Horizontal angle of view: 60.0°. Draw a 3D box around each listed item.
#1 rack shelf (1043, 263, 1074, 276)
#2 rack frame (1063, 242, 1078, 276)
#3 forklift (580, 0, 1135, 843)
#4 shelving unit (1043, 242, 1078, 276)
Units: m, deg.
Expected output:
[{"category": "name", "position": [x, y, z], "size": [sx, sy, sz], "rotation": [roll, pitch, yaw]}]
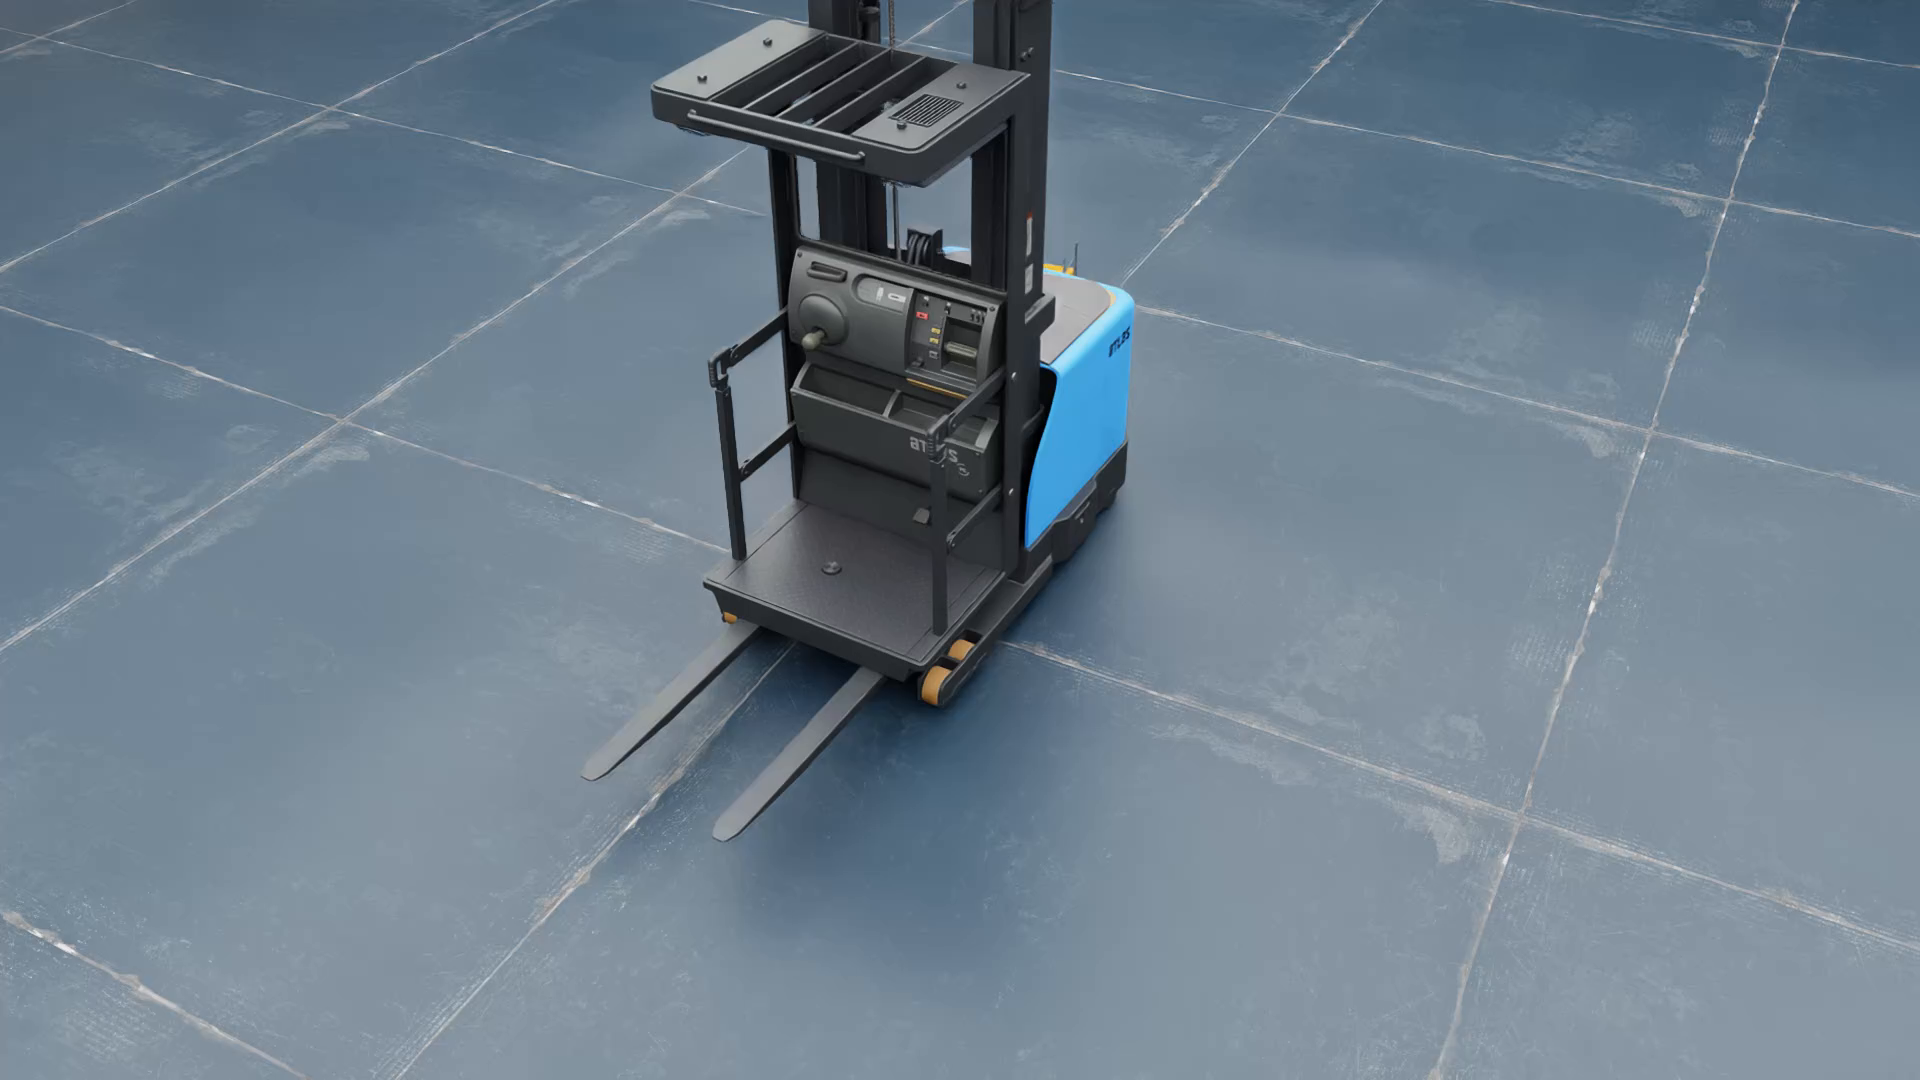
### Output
[{"category": "rack shelf", "position": [0.402, -1.179, 7.975], "size": [0.240, 0.259, 0.215], "rotation": [13, 36, 17]}, {"category": "rack frame", "position": [0.510, -0.927, 8.095], "size": [0.008, 1.050, 0.200], "rotation": [13, 36, 17]}, {"category": "forklift", "position": [-0.376, -0.801, 6.380], "size": [1.130, 2.935, 3.031], "rotation": [19, 41, 24]}, {"category": "shelving unit", "position": [0.397, -0.954, 8.130], "size": [0.252, 1.050, 0.215], "rotation": [13, 36, 17]}]
